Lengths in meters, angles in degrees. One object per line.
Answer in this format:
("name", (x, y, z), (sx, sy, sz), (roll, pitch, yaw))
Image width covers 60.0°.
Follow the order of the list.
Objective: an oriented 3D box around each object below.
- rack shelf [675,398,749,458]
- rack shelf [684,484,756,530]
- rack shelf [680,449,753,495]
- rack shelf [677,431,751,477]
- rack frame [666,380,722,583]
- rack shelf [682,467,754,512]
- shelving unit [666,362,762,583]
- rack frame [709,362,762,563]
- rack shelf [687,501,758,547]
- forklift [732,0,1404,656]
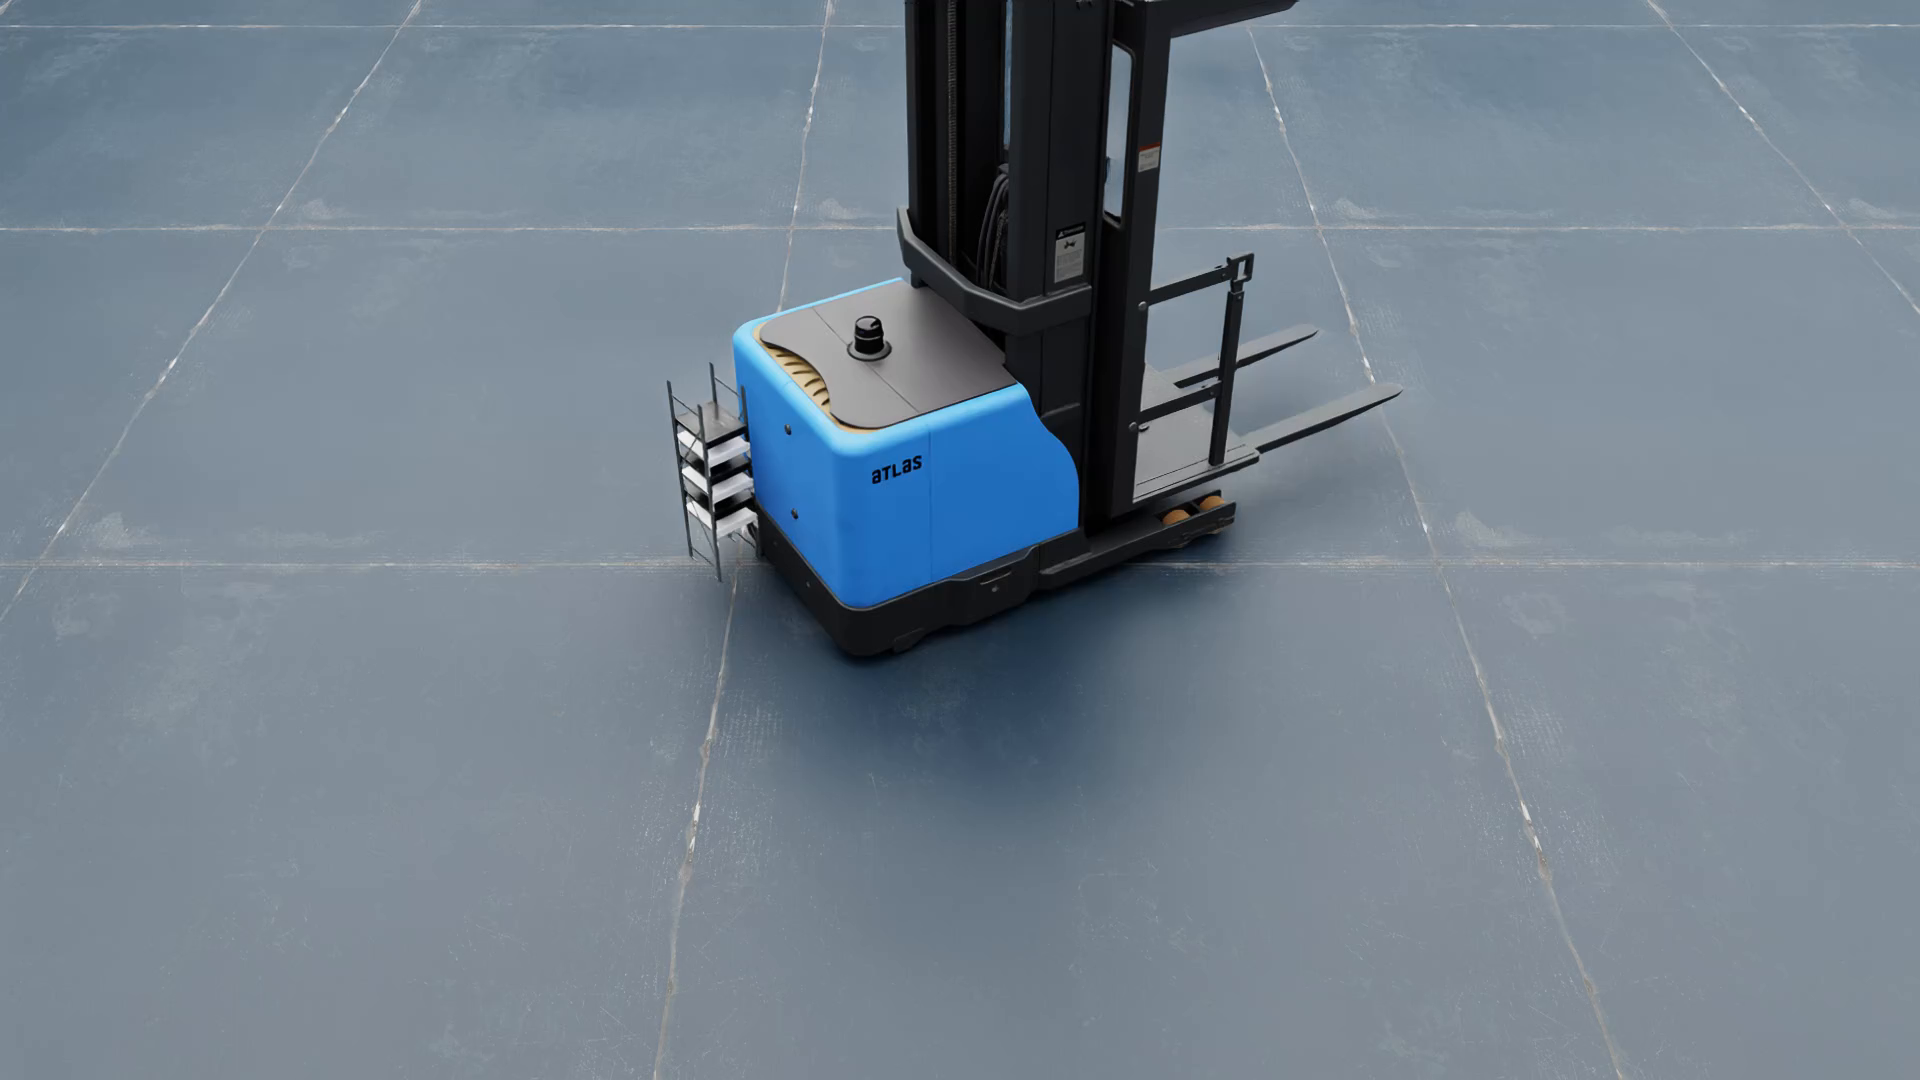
("rack shelf", (-1.008, -0.453, 6.717), (0.200, 0.077, 0.258), (-28, 47, -31))
("rack shelf", (-1.008, -0.172, 6.942), (0.200, 0.077, 0.258), (-28, 47, -31))
("rack shelf", (-1.008, -0.312, 6.829), (0.200, 0.077, 0.258), (-28, 47, -31))
("rack shelf", (-1.008, -0.382, 6.773), (0.200, 0.077, 0.258), (-28, 47, -31))
("rack frame", (-1.085, -0.226, 6.813), (0.006, 0.900, 0.240), (-28, 47, -31))
("rack shelf", (-1.008, -0.242, 6.885), (0.200, 0.077, 0.258), (-28, 47, -31))
("shelving unit", (-1.008, -0.268, 6.865), (0.210, 0.900, 0.258), (-28, 47, -31))
("rack frame", (-0.931, -0.309, 6.916), (0.006, 0.900, 0.240), (-28, 47, -31))
("rack shelf", (-1.008, -0.101, 6.998), (0.200, 0.077, 0.258), (-28, 47, -31))
("forklift", (0.610, -1.371, 6.618), (3.031, 2.935, 1.130), (-20, 43, -24))
